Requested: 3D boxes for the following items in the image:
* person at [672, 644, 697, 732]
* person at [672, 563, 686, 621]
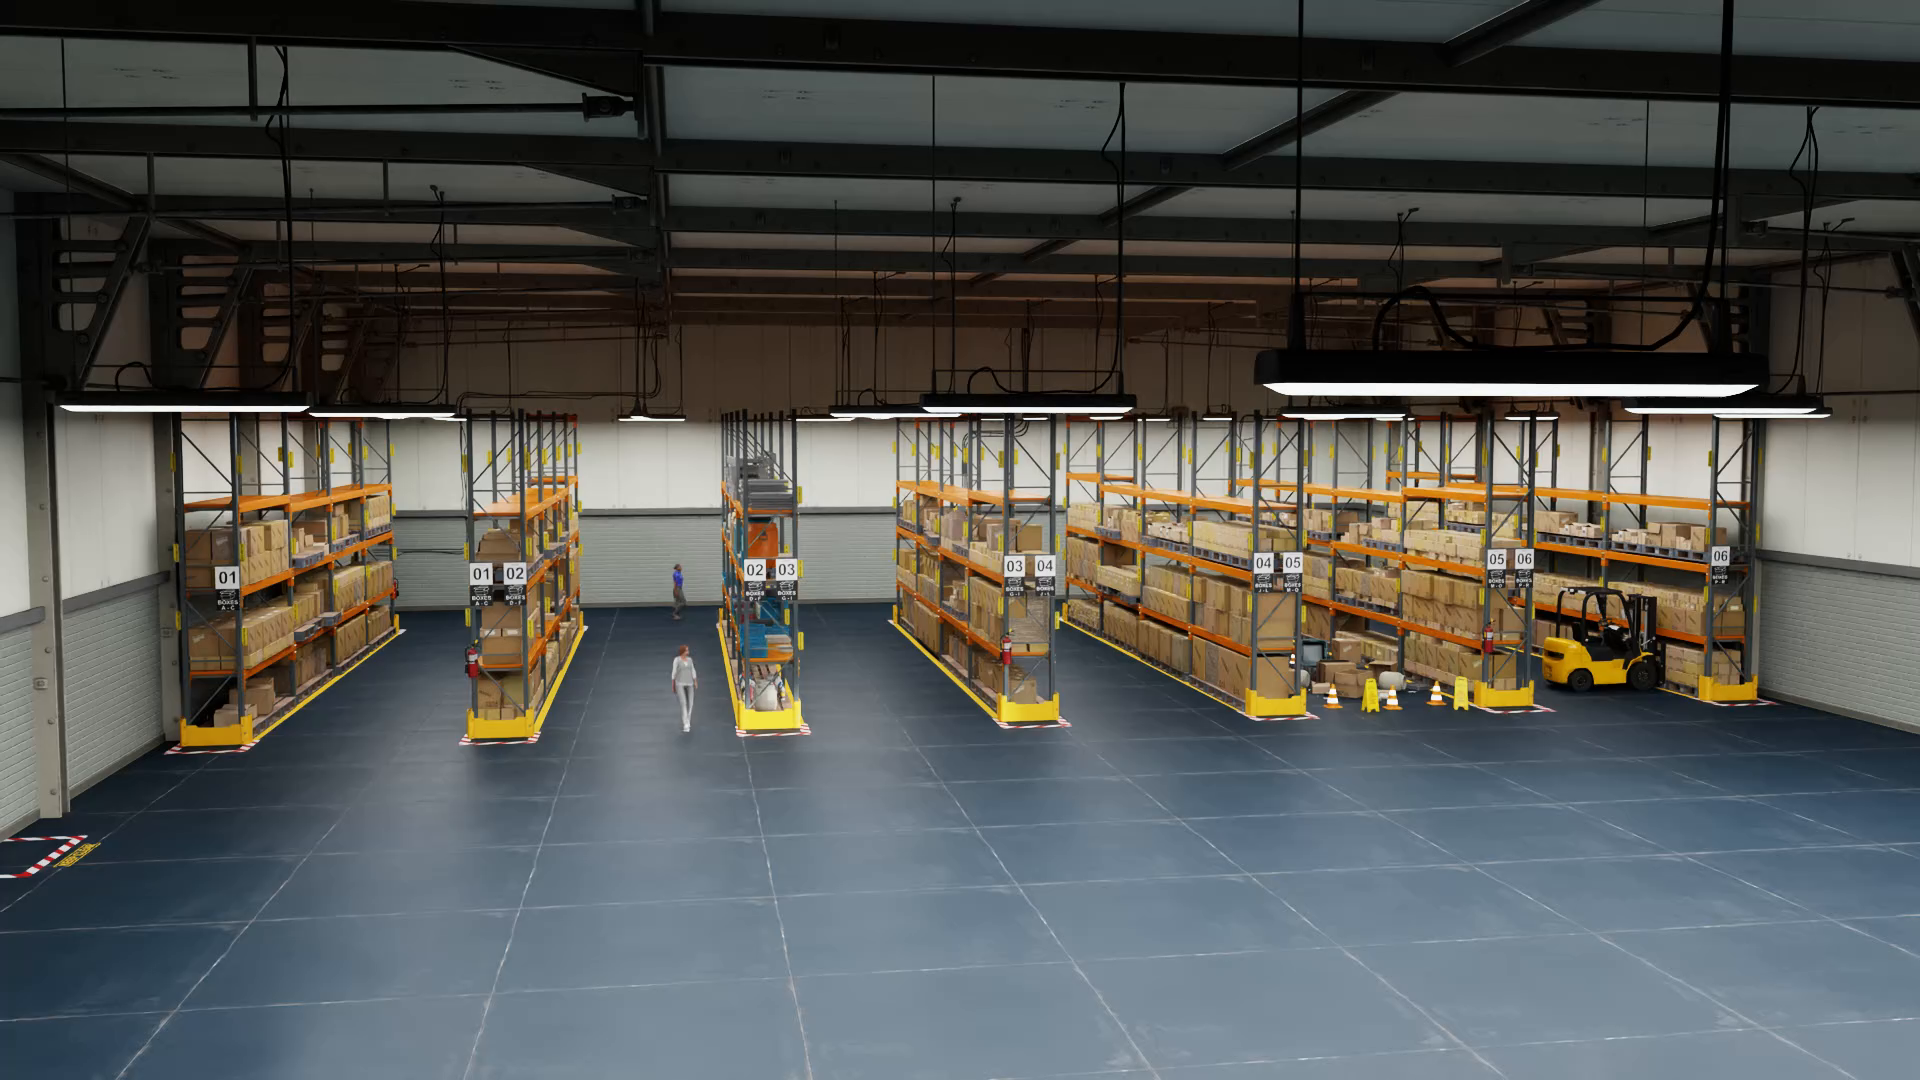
[{"bbox_3d":[-5.135,2.766,31.283,0.439,1.576,0.672,-3,5,-33],"label":"person"},{"bbox_3d":[-8.196,1.517,48.494,0.408,1.659,0.471,-1,4,-9],"label":"person"}]
